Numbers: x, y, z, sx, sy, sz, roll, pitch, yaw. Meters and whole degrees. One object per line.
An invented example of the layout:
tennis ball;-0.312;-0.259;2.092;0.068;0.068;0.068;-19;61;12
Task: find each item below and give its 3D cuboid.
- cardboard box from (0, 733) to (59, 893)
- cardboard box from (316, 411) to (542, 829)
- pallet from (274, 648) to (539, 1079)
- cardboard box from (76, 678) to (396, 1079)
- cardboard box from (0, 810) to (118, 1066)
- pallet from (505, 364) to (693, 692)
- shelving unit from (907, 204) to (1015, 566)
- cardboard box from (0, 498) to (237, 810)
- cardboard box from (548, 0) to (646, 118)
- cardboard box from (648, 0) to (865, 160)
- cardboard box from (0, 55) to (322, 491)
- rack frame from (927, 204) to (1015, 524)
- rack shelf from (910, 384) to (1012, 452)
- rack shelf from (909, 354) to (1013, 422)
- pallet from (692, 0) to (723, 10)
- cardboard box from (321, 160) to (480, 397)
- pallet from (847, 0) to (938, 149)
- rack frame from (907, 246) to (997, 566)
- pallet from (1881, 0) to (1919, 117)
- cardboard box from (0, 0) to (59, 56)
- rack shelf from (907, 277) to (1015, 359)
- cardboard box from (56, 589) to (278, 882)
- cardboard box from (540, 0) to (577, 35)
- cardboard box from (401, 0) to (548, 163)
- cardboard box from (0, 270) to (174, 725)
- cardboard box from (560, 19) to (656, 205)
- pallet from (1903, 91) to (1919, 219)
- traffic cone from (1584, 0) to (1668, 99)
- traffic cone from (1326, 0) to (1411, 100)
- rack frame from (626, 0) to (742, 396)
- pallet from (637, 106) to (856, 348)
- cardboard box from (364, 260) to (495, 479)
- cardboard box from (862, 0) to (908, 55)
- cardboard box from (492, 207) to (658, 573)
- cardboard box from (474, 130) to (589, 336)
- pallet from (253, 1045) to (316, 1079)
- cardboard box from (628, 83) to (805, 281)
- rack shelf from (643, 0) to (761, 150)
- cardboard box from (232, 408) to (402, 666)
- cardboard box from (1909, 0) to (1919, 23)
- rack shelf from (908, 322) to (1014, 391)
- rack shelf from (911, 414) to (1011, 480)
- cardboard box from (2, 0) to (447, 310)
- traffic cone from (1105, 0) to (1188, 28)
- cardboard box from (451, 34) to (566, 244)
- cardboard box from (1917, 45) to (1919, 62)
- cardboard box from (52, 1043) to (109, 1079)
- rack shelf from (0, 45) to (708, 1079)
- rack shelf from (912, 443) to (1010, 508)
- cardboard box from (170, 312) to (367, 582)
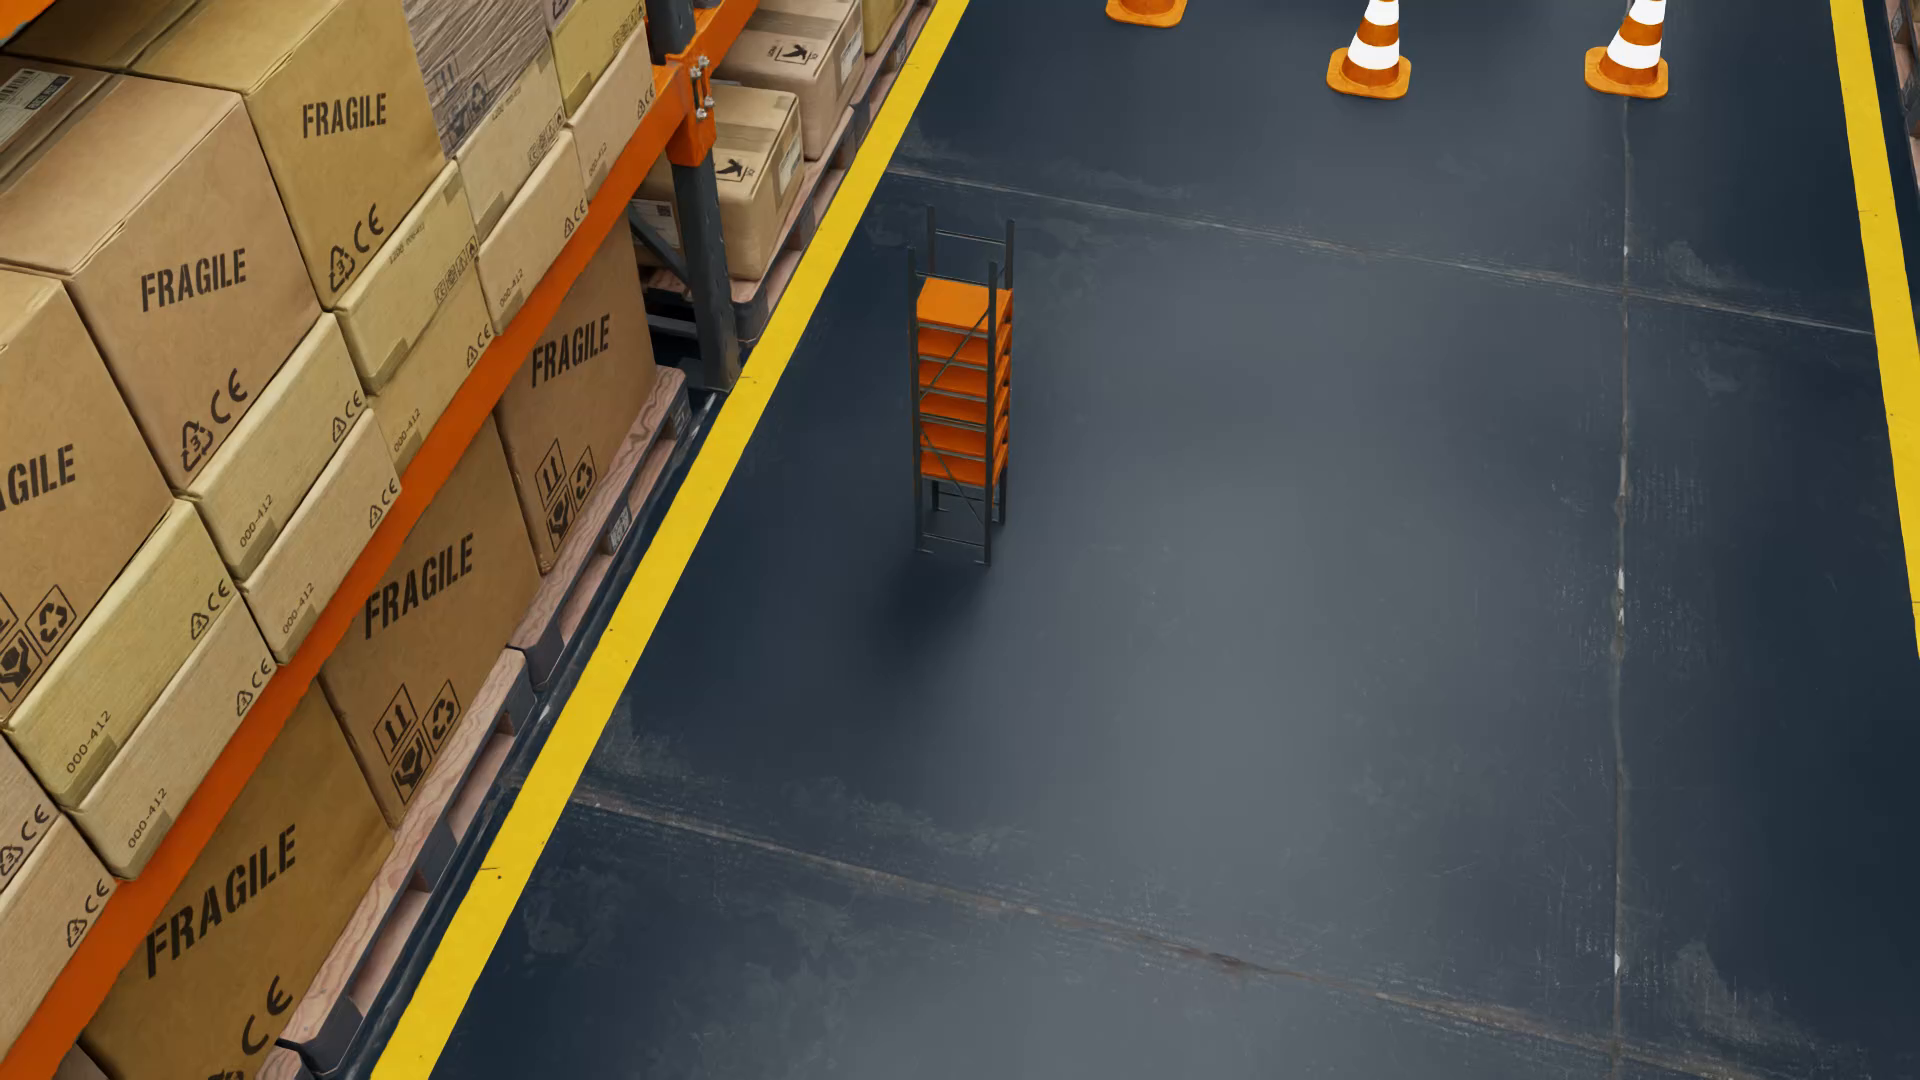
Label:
cardboard box;-1.808;0.502;2.573;0.500;0.250;0.500;12;50;11
cardboard box;-1.754;0.061;4.332;0.875;0.875;0.875;12;50;10
pallet;-1.856;0.727;4.467;1.003;0.211;1.213;12;50;10
cardboard box;-1.990;0.708;3.762;0.875;0.875;0.875;13;50;11
cardboard box;-1.801;0.672;2.756;0.500;0.250;0.500;10;49;9
pallet;-1.533;-0.152;5.244;1.003;0.211;1.213;12;50;10
shelving unit;0.004;-0.407;4.809;0.258;1.200;0.189;12;50;10
cardboard box;-1.649;0.142;2.891;0.500;0.250;0.500;12;50;11
cardboard box;-1.135;-1.346;4.204;0.500;0.250;0.500;11;50;10
cardboard box;-0.908;-1.842;6.347;0.950;0.372;0.625;11;49;9
cardboard box;-1.541;-0.473;2.934;0.500;0.500;0.500;11;49;9
rack frame;0.028;-0.474;4.868;0.240;1.200;0.006;12;50;10
rack shelf;0.004;-0.378;4.843;0.258;0.103;0.180;12;50;10
rack shelf;0.004;-0.458;4.753;0.258;0.103;0.180;12;50;10
pallet;-1.168;-2.103;5.234;1.213;0.211;1.003;12;50;10
cardboard box;-1.382;-0.600;3.545;0.500;0.250;0.500;10;49;9
pallet;-0.723;-2.152;7.009;1.003;0.211;1.213;12;50;10
rack frame;-0.020;-0.341;4.751;0.240;1.200;0.006;12;50;10
pallet;4.471;-2.124;6.984;1.003;0.211;1.213;12;50;10
cardboard box;-1.891;-0.954;3.358;0.500;0.500;0.500;13;50;11
rack shelf;0.004;-0.616;4.573;0.258;0.103;0.180;12;50;10
cardboard box;-1.650;0.304;3.081;0.500;0.250;0.500;11;50;10
cardboard box;-1.137;-1.569;3.900;0.500;0.500;0.500;10;49;9
cardboard box;-1.264;-1.196;3.571;0.500;0.500;0.500;12;50;11
cardboard box;-1.671;-0.098;2.603;0.500;0.500;0.500;10;49;9
cardboard box;-1.136;-1.164;4.376;0.500;0.250;0.500;10;49;9
pallet;4.152;-1.239;6.203;1.003;0.211;1.213;12;50;10
traffic cone;2.792;-2.108;6.802;0.336;0.463;0.334;12;50;10
traffic cone;1.712;-2.104;6.798;0.336;0.463;0.334;12;50;10
rack frame;-1.253;-1.630;4.688;1.000;3.000;0.127;12;50;10
pallet;-1.046;-1.273;6.232;1.003;0.211;1.213;12;50;10
cardboard box;-1.403;-0.430;3.729;0.500;0.250;0.500;11;50;10
cardboard box;-0.703;-2.389;6.831;0.950;0.372;0.625;13;50;11
cardboard box;-1.515;-0.583;4.901;0.875;0.875;0.875;11;50;10
cardboard box;-1.255;-0.791;4.048;0.500;0.250;0.500;12;50;11
pallet;-2.175;1.613;3.686;1.003;0.211;1.213;12;50;10
cardboard box;-1.095;-1.307;5.875;0.950;0.372;0.625;9;49;7
rack shelf;-0.727;-2.839;6.235;1.077;0.370;4.000;12;50;10
cardboard box;-1.510;-0.056;3.398;0.500;0.250;0.500;11;49;9
cardboard box;4.525;-2.548;6.718;1.050;0.750;0.750;11;50;10
rack shelf;0.004;-0.537;4.663;0.258;0.103;0.180;12;50;10
rack shelf;0.004;-0.299;4.933;0.258;0.103;0.180;12;50;10
cardboard box;-1.401;-0.838;3.255;0.500;0.500;0.500;12;50;10
traffic cone;0.824;-2.511;7.158;0.336;0.463;0.334;12;50;10
cardboard box;-1.267;-0.974;3.876;0.500;0.250;0.500;10;49;9
cardboard box;4.268;-1.851;6.103;1.050;0.750;0.750;12;50;10
cardboard box;-2.220;1.363;3.184;0.875;0.875;0.875;13;50;11
rack shelf;-1.779;0.054;3.681;1.077;0.370;4.000;12;50;10
rack shelf;0.004;-0.219;5.023;0.258;0.103;0.180;12;50;10
cardboard box;-1.518;-0.224;3.214;0.500;0.250;0.500;10;49;9
